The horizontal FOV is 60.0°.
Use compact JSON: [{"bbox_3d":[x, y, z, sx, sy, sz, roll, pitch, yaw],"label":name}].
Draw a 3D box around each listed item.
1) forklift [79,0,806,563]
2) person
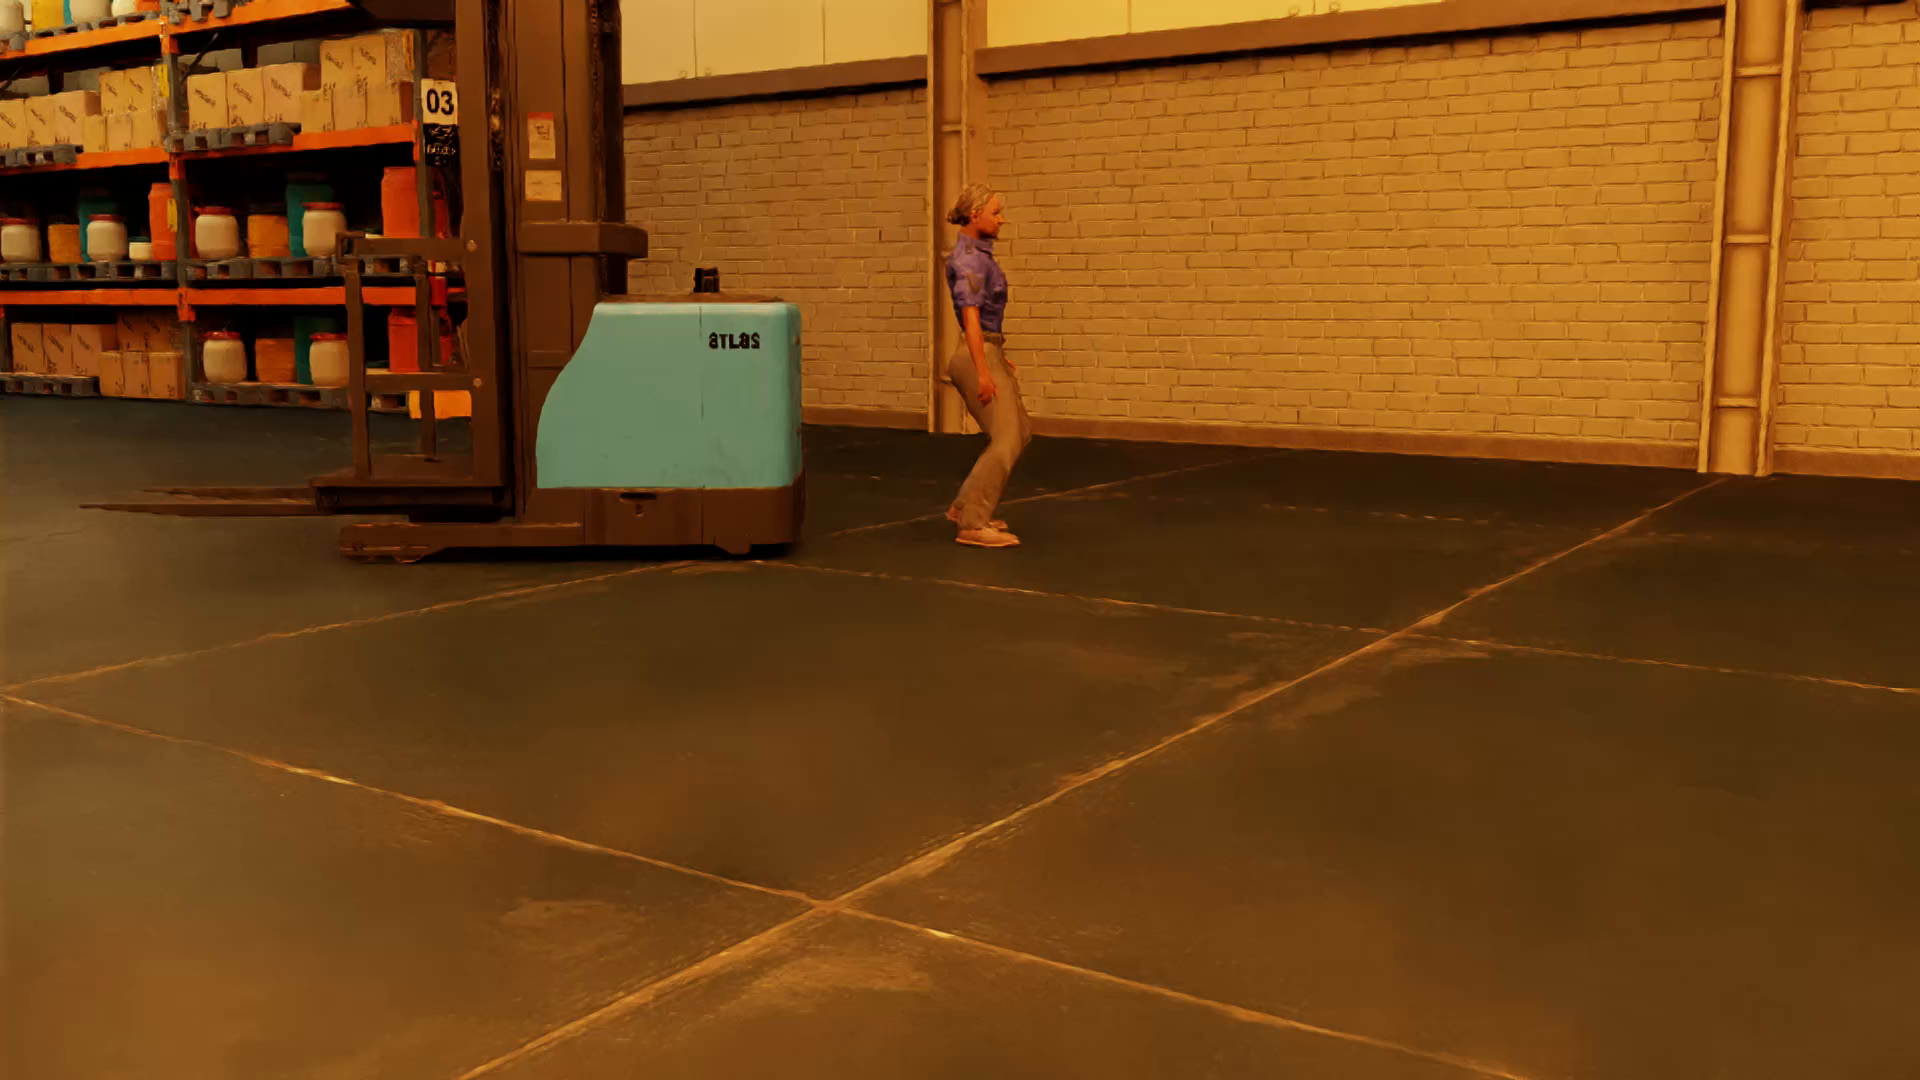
[{"bbox_3d":[-2.232,-1.430,7.248,3.031,2.935,1.130,0,8,-2],"label":"forklift"},{"bbox_3d":[0.121,-0.788,7.479,0.398,1.597,0.667,1,8,4],"label":"person"}]
